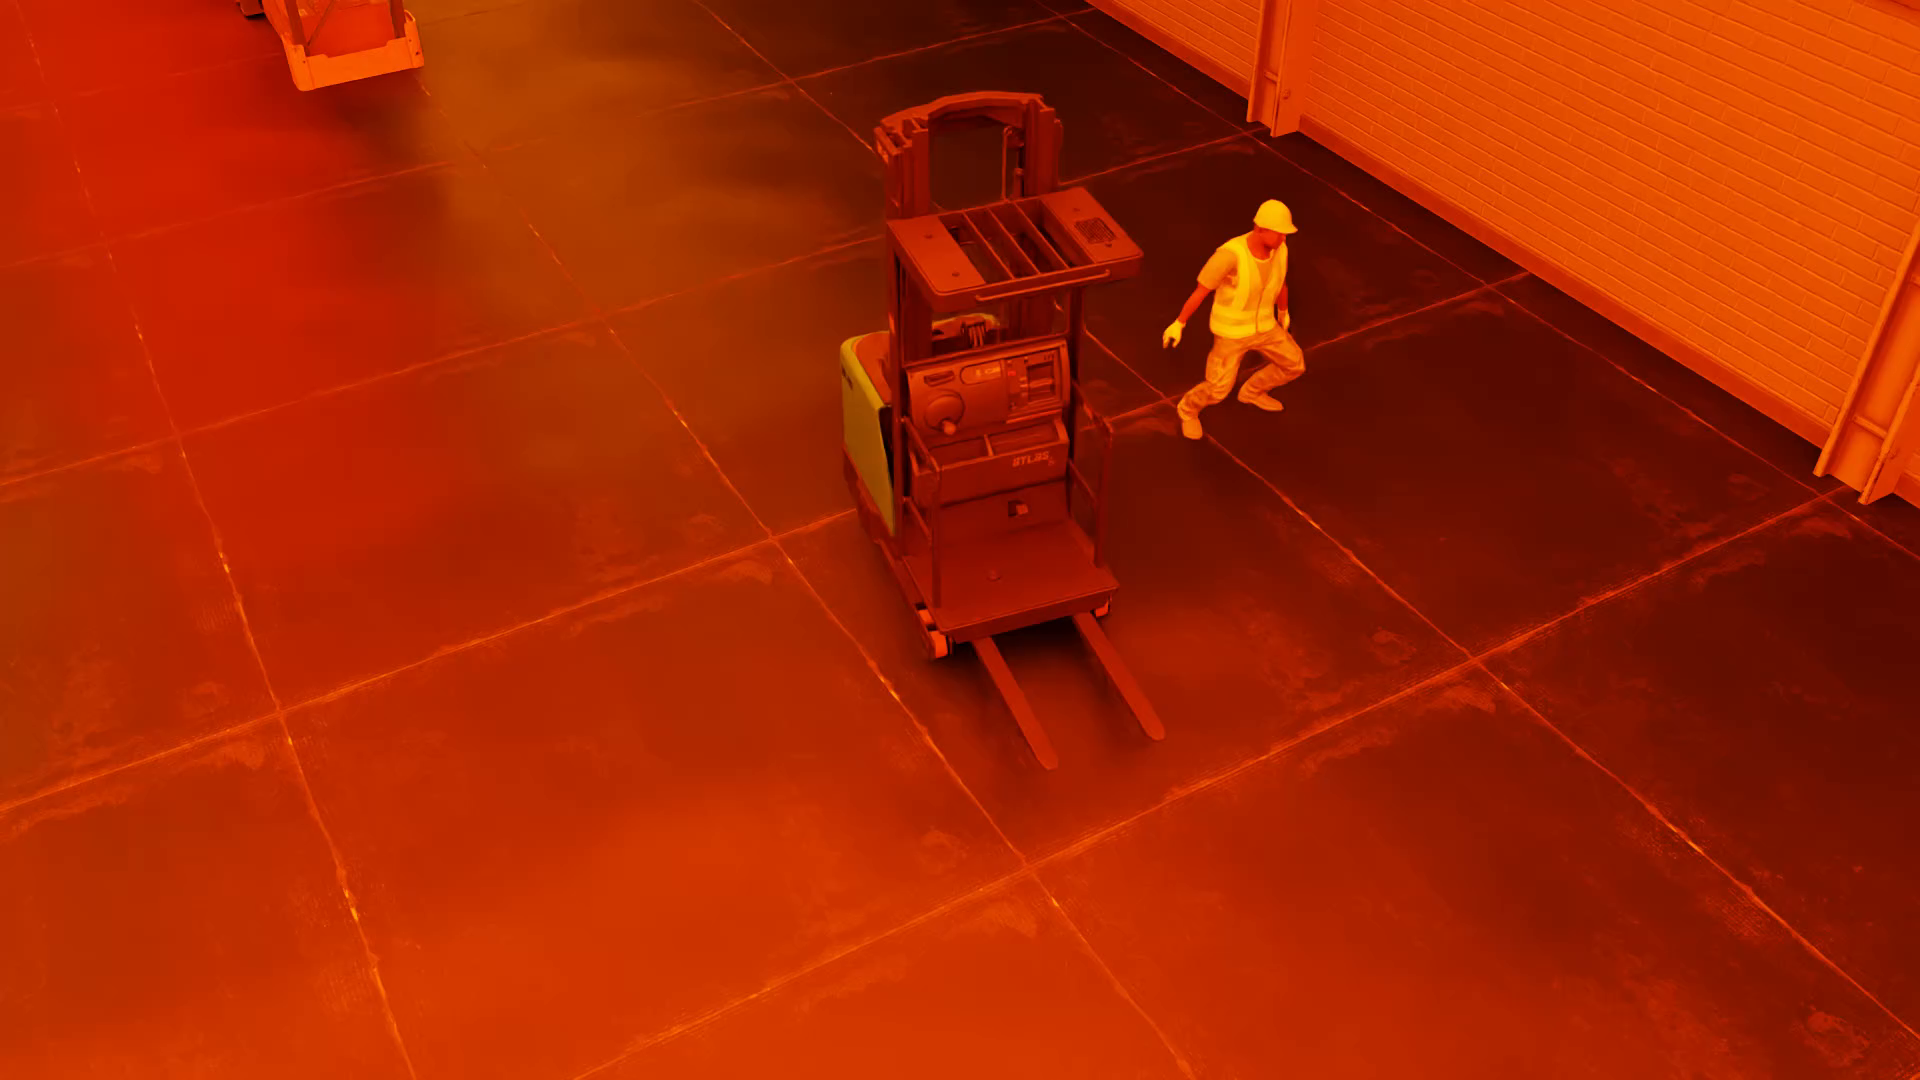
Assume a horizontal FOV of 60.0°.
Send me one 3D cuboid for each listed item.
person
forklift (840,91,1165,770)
[{"bbox_3d":[1.711,-1.357,10.420,0.905,1.699,0.543,-17,43,-20],"label":"person"},{"bbox_3d":[0.240,-0.753,8.943,1.130,2.935,3.031,-13,42,-16],"label":"forklift"}]
